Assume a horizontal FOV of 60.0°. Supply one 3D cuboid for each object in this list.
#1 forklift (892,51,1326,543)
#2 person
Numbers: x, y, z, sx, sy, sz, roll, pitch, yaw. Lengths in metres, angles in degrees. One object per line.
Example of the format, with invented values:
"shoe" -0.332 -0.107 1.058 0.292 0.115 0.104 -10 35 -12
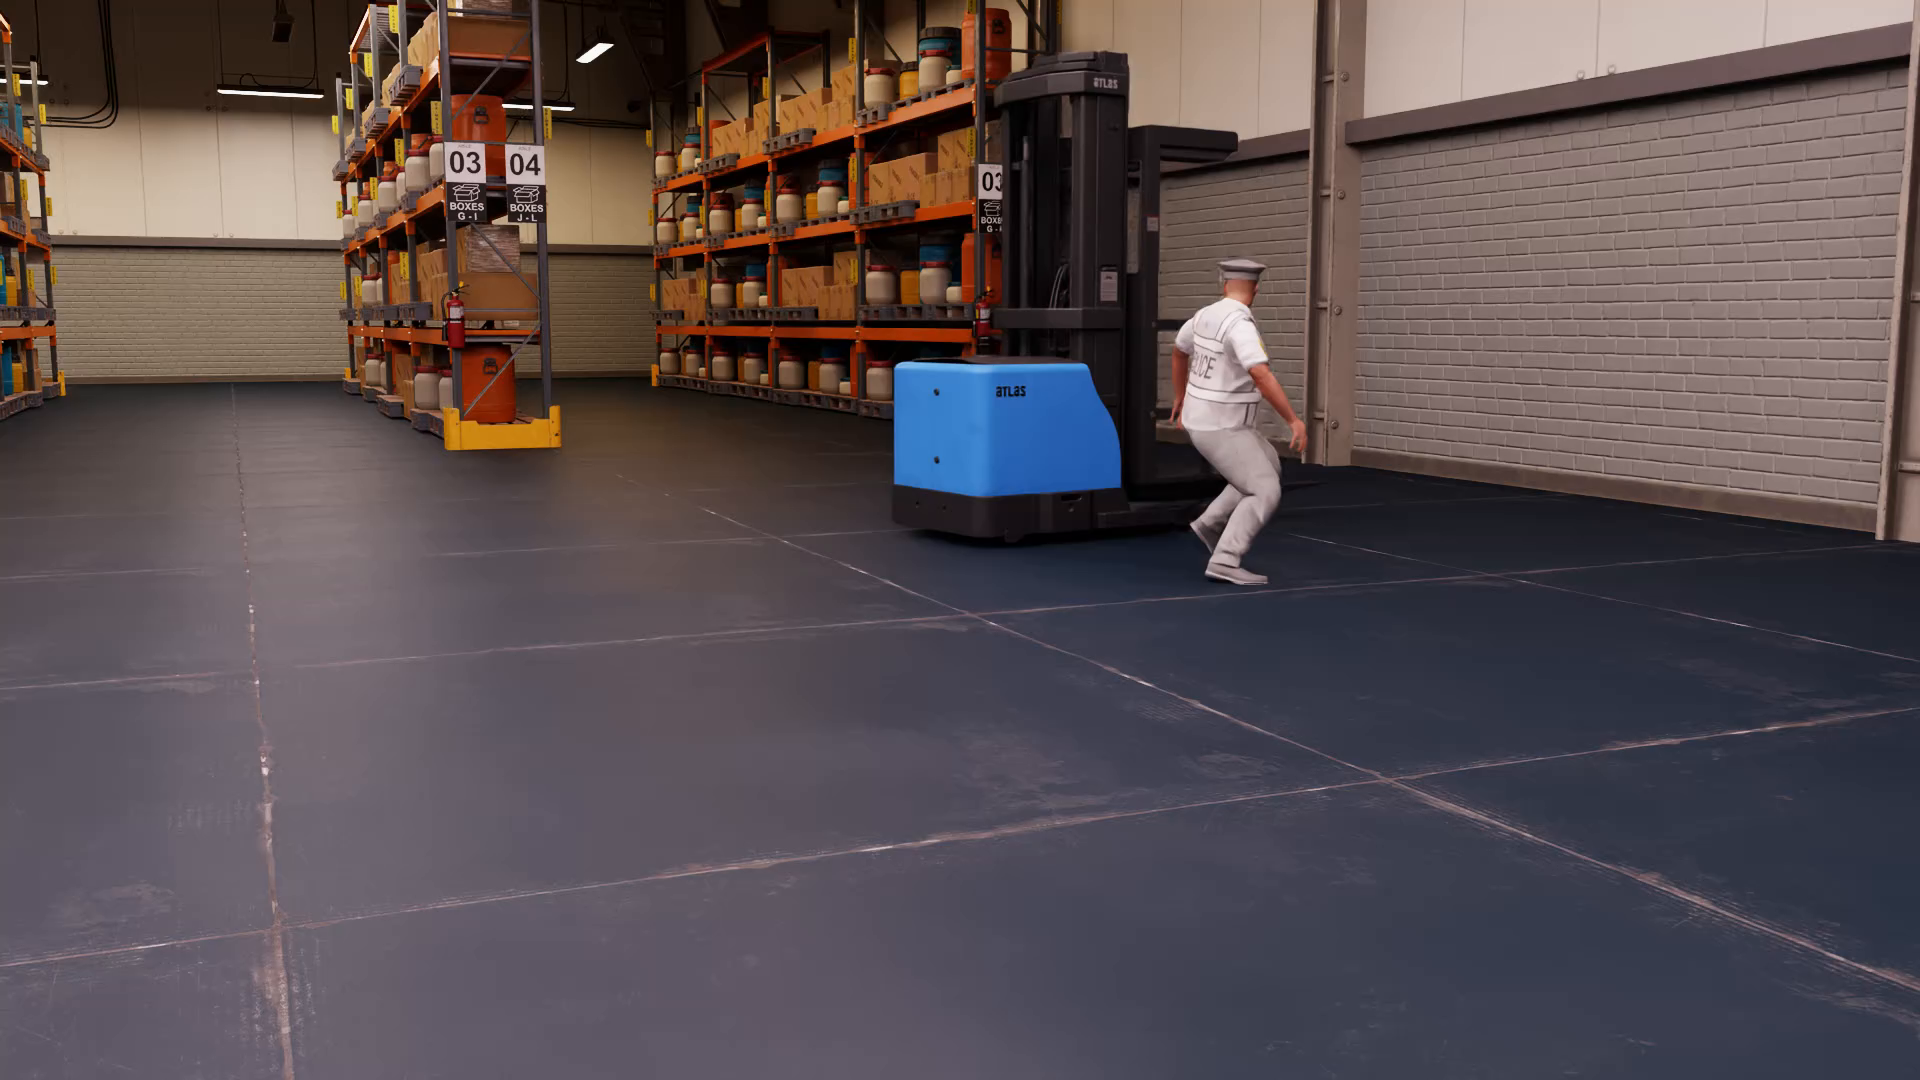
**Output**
"forklift" 1.081 -1.556 10.741 3.031 2.935 1.130 -5 9 -33
"person" 1.430 -0.612 8.589 0.609 1.656 0.822 0 8 -1
